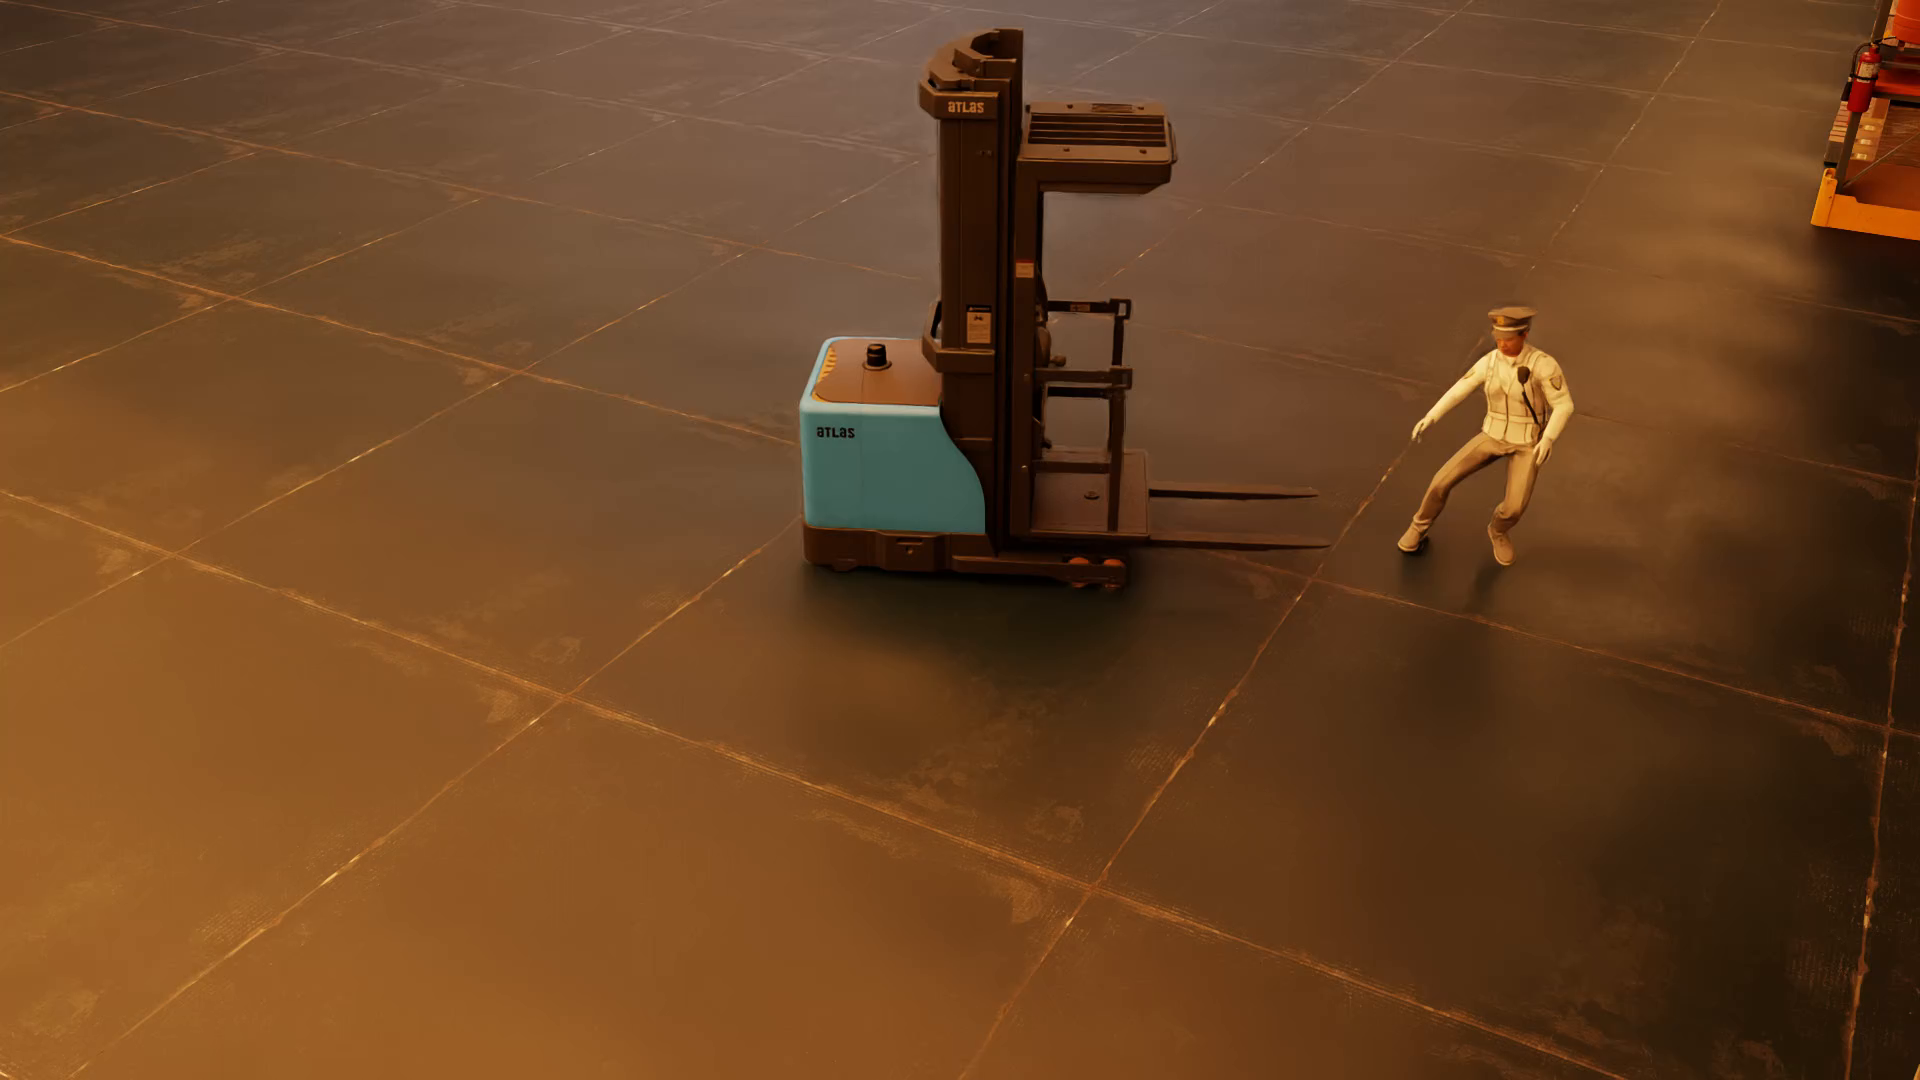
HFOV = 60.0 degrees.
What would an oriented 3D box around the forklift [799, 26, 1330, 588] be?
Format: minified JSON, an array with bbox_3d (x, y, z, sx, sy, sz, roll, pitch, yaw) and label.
[{"bbox_3d":[0.635,-1.270,9.272,3.031,2.935,1.130,2,30,4],"label":"forklift"}]

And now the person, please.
[{"bbox_3d":[3.012,-0.555,9.447,0.782,1.513,0.638,25,38,36],"label":"person"}]
